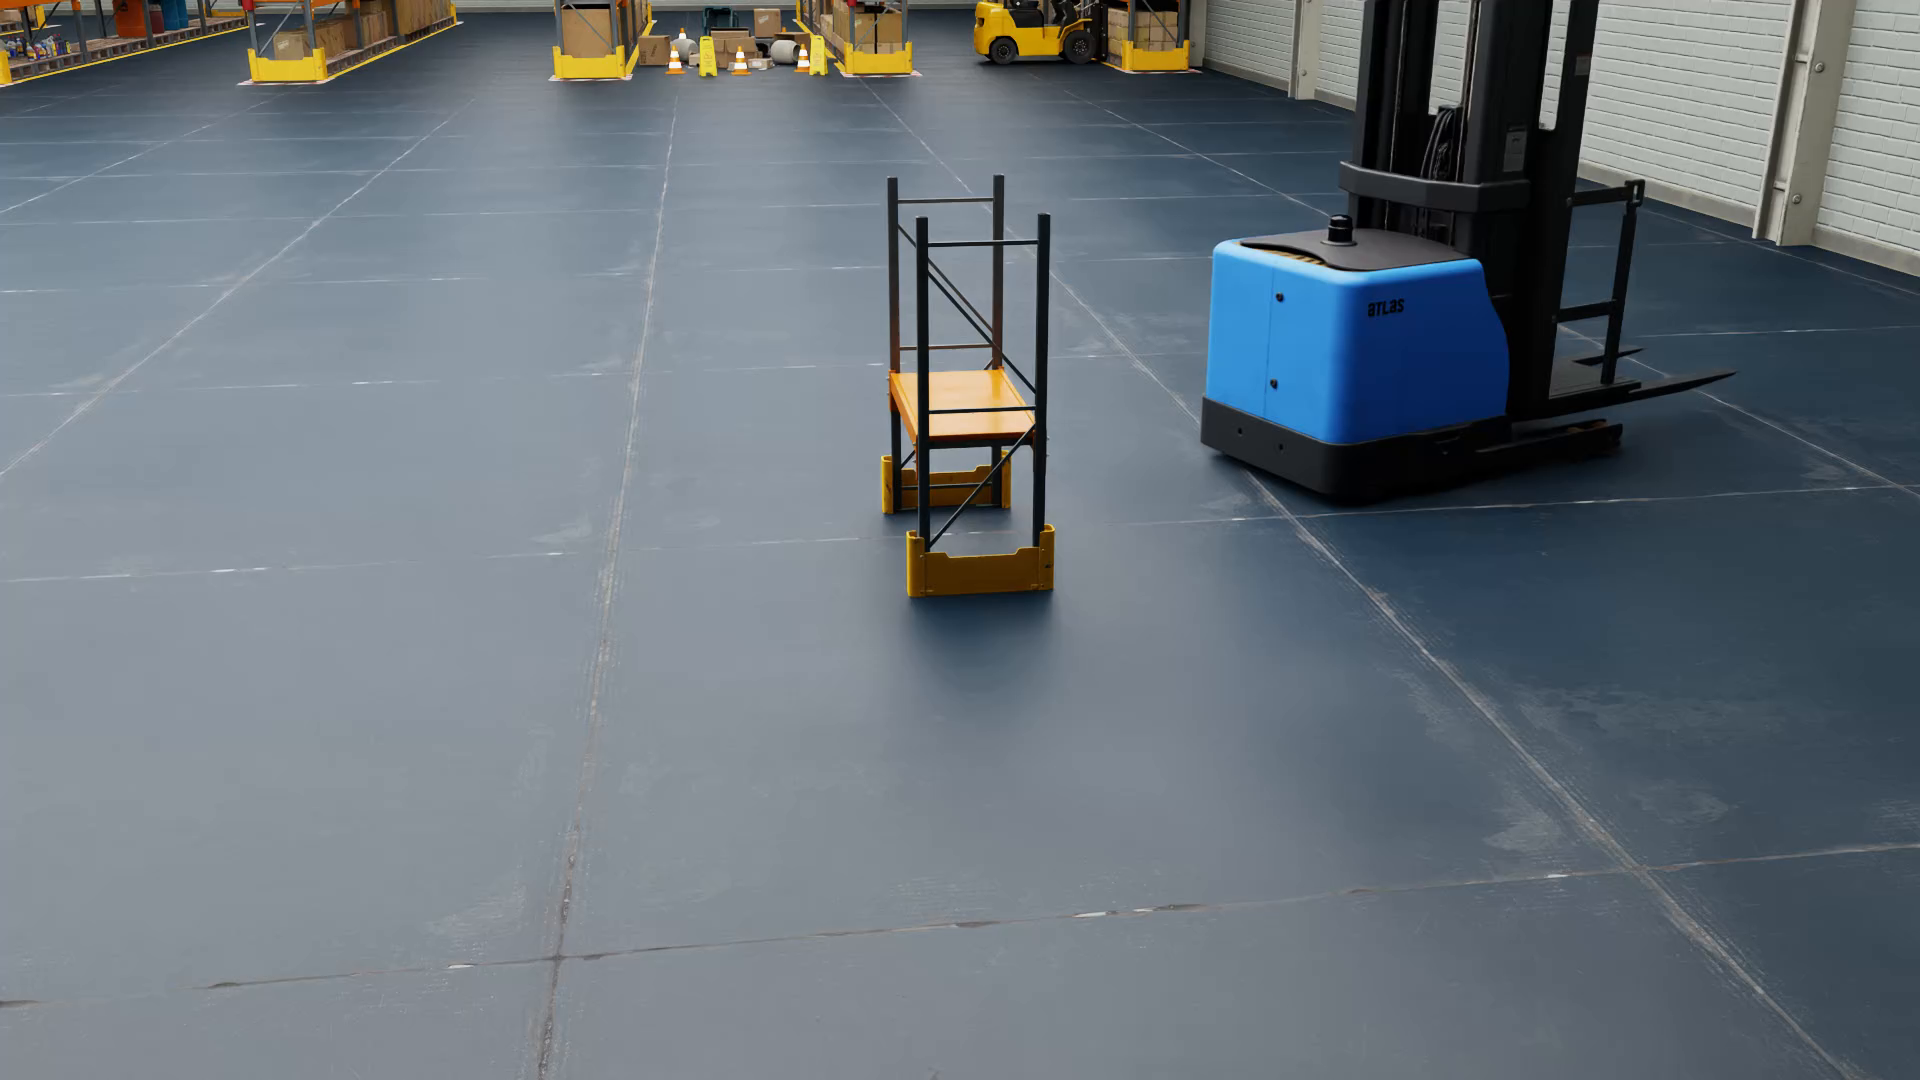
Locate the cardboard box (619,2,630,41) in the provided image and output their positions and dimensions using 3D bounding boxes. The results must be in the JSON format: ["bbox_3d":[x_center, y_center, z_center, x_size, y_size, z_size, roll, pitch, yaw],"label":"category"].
[{"bbox_3d":[-7.192,-10.388,33.358,1.050,0.750,0.750,-3,21,-8],"label":"cardboard box"}]

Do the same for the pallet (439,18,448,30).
[{"bbox_3d":[-13.165,-12.640,40.757,1.003,0.211,1.213,-3,21,-8],"label":"pallet"}]

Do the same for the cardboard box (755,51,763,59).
[{"bbox_3d":[-4.000,-9.315,31.776,0.396,0.266,0.258,17,27,39],"label":"cardboard box"}]

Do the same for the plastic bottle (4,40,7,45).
[{"bbox_3d":[-16.986,-8.745,29.596,0.061,0.283,0.133,-2,21,-5],"label":"plastic bottle"}]

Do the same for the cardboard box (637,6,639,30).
[{"bbox_3d":[-7.380,-11.543,36.808,0.500,0.500,0.500,-3,21,-7],"label":"cardboard box"}]

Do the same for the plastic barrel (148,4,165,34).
[{"bbox_3d":[-17.529,-11.248,35.890,0.600,0.588,0.708,-3,21,-8],"label":"plastic barrel"}]

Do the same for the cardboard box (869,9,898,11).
[{"bbox_3d":[-1.408,-9.517,30.668,0.500,0.500,0.500,-3,21,-7],"label":"cardboard box"}]

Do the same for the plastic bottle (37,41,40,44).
[{"bbox_3d":[-16.335,-8.721,29.532,0.061,0.283,0.133,-3,21,-8],"label":"plastic bottle"}]

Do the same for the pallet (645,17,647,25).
[{"bbox_3d":[-8.515,-13.240,42.364,1.003,0.211,1.213,-3,21,-8],"label":"pallet"}]

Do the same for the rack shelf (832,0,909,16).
[{"bbox_3d":[-1.706,-9.956,30.614,1.077,0.370,4.000,-3,21,-8],"label":"rack shelf"}]

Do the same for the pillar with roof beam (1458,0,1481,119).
[{"bbox_3d":[1.755,-8.577,17.320,9.100,9.000,0.400,-3,21,-8],"label":"pillar with roof beam"}]

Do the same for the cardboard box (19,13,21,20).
[{"bbox_3d":[-23.042,-12.701,40.354,0.380,0.166,0.250,-3,21,-8],"label":"cardboard box"}]

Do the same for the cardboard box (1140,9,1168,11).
[{"bbox_3d":[3.536,-9.578,30.474,0.500,0.250,0.500,-3,21,-8],"label":"cardboard box"}]

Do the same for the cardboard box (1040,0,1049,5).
[{"bbox_3d":[2.019,-12.110,37.398,0.380,0.149,0.250,-4,21,-10],"label":"cardboard box"}]

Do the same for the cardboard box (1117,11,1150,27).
[{"bbox_3d":[3.119,-9.373,29.925,0.500,0.250,0.500,-2,21,-6],"label":"cardboard box"}]

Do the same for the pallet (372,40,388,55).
[{"bbox_3d":[-12.093,-9.872,33.347,1.003,0.211,1.213,-3,21,-8],"label":"pallet"}]

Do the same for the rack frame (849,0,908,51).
[{"bbox_3d":[-1.417,-9.601,28.634,1.000,3.000,0.127,-3,21,-8],"label":"rack frame"}]

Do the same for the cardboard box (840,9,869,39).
[{"bbox_3d":[-1.935,-9.481,30.570,0.500,0.500,0.500,-3,21,-9],"label":"cardboard box"}]

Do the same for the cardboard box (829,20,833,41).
[{"bbox_3d":[-2.179,-10.382,33.880,0.950,0.372,0.625,-2,21,-4],"label":"cardboard box"}]

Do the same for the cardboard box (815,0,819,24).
[{"bbox_3d":[-2.979,-12.746,39.493,0.875,0.875,0.875,-2,21,-6],"label":"cardboard box"}]

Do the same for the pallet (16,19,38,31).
[{"bbox_3d":[-23.207,-12.534,40.472,1.003,0.211,1.213,-3,21,-8],"label":"pallet"}]

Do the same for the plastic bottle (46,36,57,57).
[{"bbox_3d":[-16.249,-8.815,29.686,0.144,0.351,0.185,-3,21,-8],"label":"plastic bottle"}]

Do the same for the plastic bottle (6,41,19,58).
[{"bbox_3d":[-16.765,-8.669,29.405,0.152,0.276,0.135,-3,21,-8],"label":"plastic bottle"}]

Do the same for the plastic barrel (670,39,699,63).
[{"bbox_3d":[-5.196,-9.179,31.186,0.512,0.421,0.421,12,24,30],"label":"plastic barrel"}]

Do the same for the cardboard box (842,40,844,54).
[{"bbox_3d":[-1.867,-8.955,30.236,0.500,0.250,0.500,-3,21,-8],"label":"cardboard box"}]

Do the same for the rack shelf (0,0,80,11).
[{"bbox_3d":[-16.413,-9.207,28.607,1.077,0.370,4.000,-3,21,-8],"label":"rack shelf"}]

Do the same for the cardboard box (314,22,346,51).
[{"bbox_3d":[-11.782,-9.371,30.992,0.500,0.500,0.500,-4,21,-9],"label":"cardboard box"}]

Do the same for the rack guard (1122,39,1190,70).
[{"bbox_3d":[3.497,-8.673,29.723,1.175,0.500,0.348,-3,21,-8],"label":"rack guard"}]

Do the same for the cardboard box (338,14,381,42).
[{"bbox_3d":[-12.080,-10.288,33.417,0.700,0.500,0.500,-1,21,-3],"label":"cardboard box"}]

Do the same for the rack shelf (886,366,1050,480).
[{"bbox_3d":[0.012,-0.505,6.938,0.538,0.185,1.000,-3,21,-8],"label":"rack shelf"}]

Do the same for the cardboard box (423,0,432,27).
[{"bbox_3d":[-12.842,-12.237,38.128,1.225,0.875,0.875,-3,21,-8],"label":"cardboard box"}]

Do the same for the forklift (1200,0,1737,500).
[{"bbox_3d":[2.739,-1.915,8.155,3.031,2.935,1.130,-11,23,-28],"label":"forklift"}]

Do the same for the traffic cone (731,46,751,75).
[{"bbox_3d":[-3.805,-8.322,28.837,0.336,0.463,0.334,-3,21,-8],"label":"traffic cone"}]

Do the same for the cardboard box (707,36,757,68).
[{"bbox_3d":[-4.176,-8.912,30.357,0.637,0.503,0.797,17,27,39],"label":"cardboard box"}]

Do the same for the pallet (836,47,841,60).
[{"bbox_3d":[-1.862,-9.449,32.212,1.003,0.211,1.213,-3,21,-8],"label":"pallet"}]

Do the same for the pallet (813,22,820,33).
[{"bbox_3d":[-2.961,-12.186,39.541,1.003,0.211,1.213,-3,21,-8],"label":"pallet"}]

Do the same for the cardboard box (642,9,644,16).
[{"bbox_3d":[-7.767,-12.613,39.749,0.380,0.149,0.250,-2,21,-5],"label":"cardboard box"}]

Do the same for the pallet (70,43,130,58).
[{"bbox_3d":[-17.033,-9.623,32.679,1.003,0.211,1.213,-3,21,-8],"label":"pallet"}]

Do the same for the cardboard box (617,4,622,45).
[{"bbox_3d":[-6.856,-9.681,31.286,0.875,0.875,0.875,-3,21,-7],"label":"cardboard box"}]

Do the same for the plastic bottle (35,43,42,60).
[{"bbox_3d":[-16.128,-8.541,29.068,0.097,0.271,0.097,0,20,0],"label":"plastic bottle"}]

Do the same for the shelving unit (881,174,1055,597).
[{"bbox_3d":[0.011,-0.676,6.883,0.587,1.500,1.083,-3,21,-8],"label":"shelving unit"}]

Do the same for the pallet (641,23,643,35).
[{"bbox_3d":[-7.917,-11.895,38.763,1.003,0.211,1.213,-3,21,-8],"label":"pallet"}]

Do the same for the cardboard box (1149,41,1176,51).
[{"bbox_3d":[3.617,-8.941,30.197,0.500,0.250,0.500,-3,21,-8],"label":"cardboard box"}]

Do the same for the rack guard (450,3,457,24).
[{"bbox_3d":[-13.534,-13.478,42.588,1.175,0.500,0.348,-3,21,-8],"label":"rack guard"}]

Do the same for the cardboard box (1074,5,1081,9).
[{"bbox_3d":[2.727,-10.771,34.561,0.875,0.625,0.625,-3,21,-8],"label":"cardboard box"}]

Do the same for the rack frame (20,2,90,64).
[{"bbox_3d":[-16.702,-10.236,30.335,1.000,3.000,0.127,-3,21,-8],"label":"rack frame"}]
